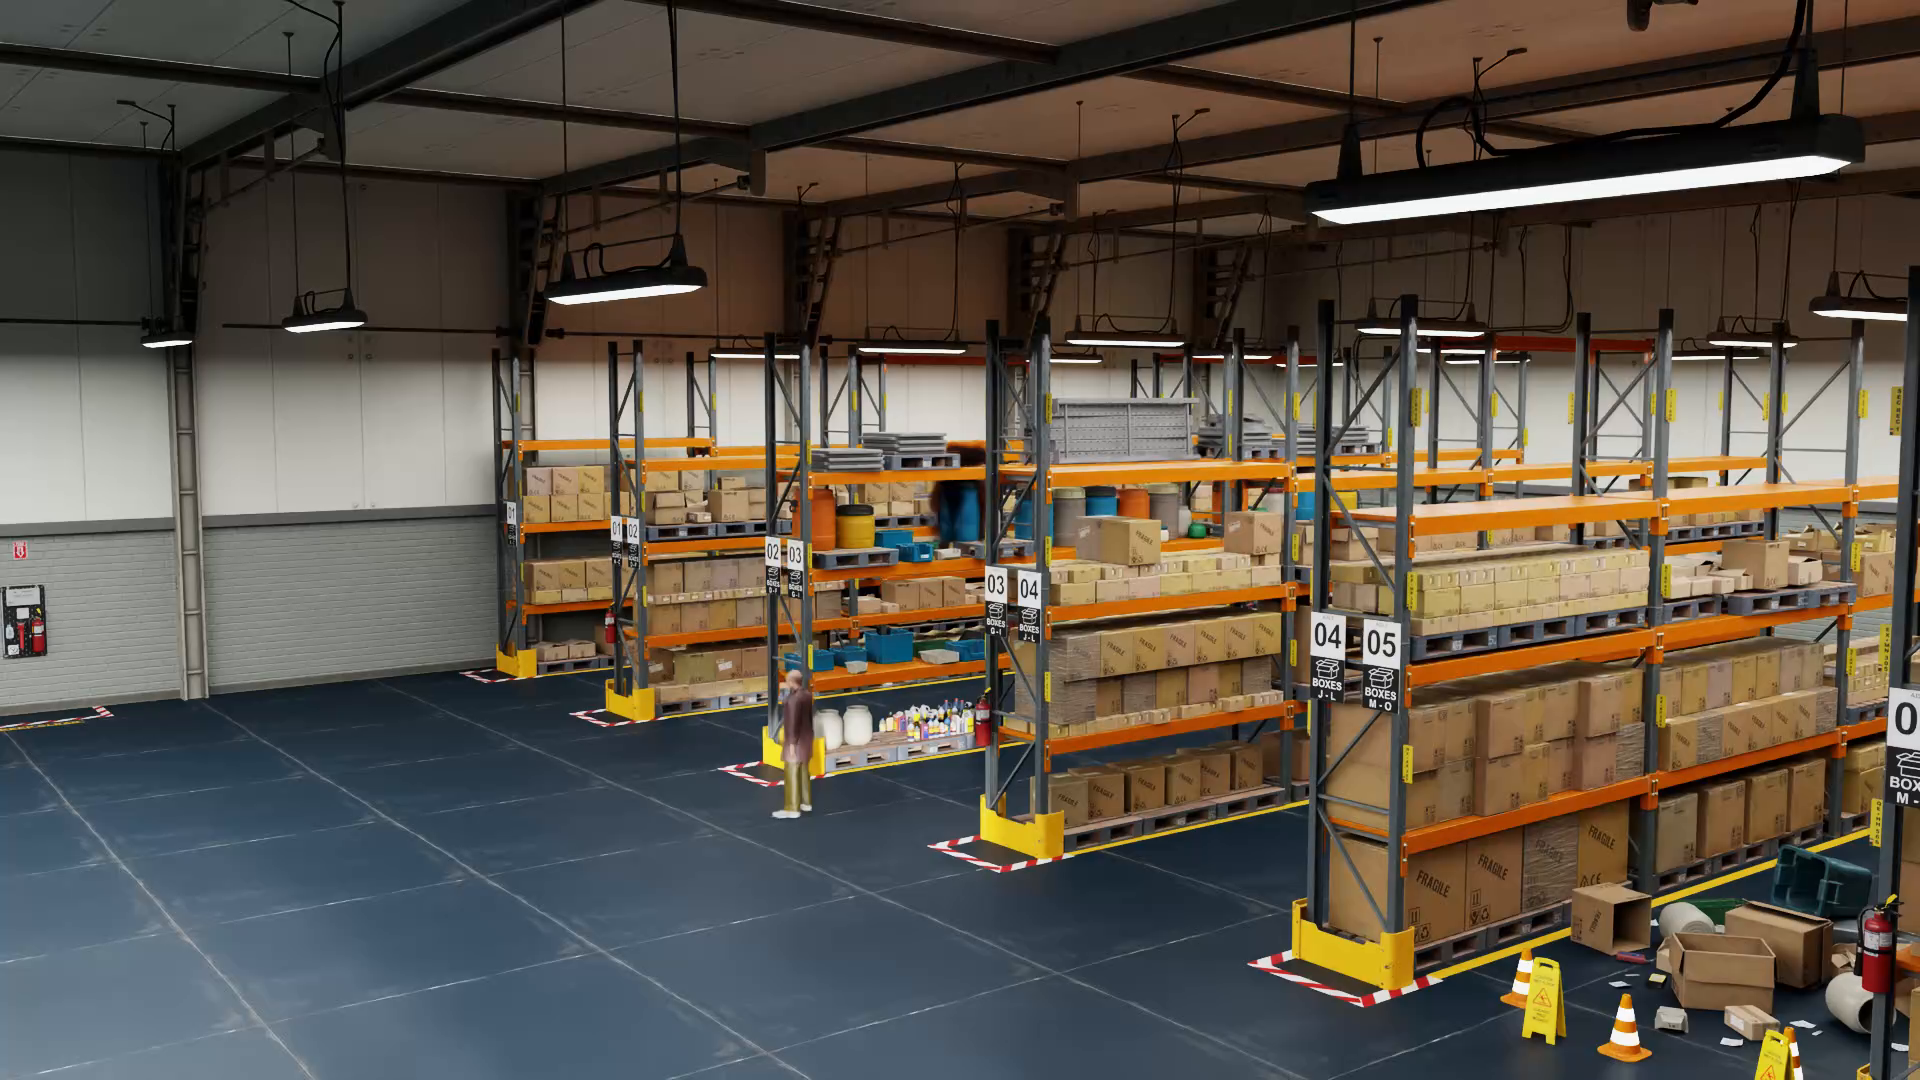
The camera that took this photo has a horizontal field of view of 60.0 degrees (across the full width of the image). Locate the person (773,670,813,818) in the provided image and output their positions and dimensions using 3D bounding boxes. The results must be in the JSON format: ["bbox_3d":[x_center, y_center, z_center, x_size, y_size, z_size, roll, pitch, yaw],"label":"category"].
[{"bbox_3d":[-2.042,2.480,20.412,0.426,1.778,0.634,2,5,18],"label":"person"}]

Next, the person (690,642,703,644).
[{"bbox_3d":[-4.731,1.741,30.090,0.389,1.551,0.773,2,5,24],"label":"person"}]
